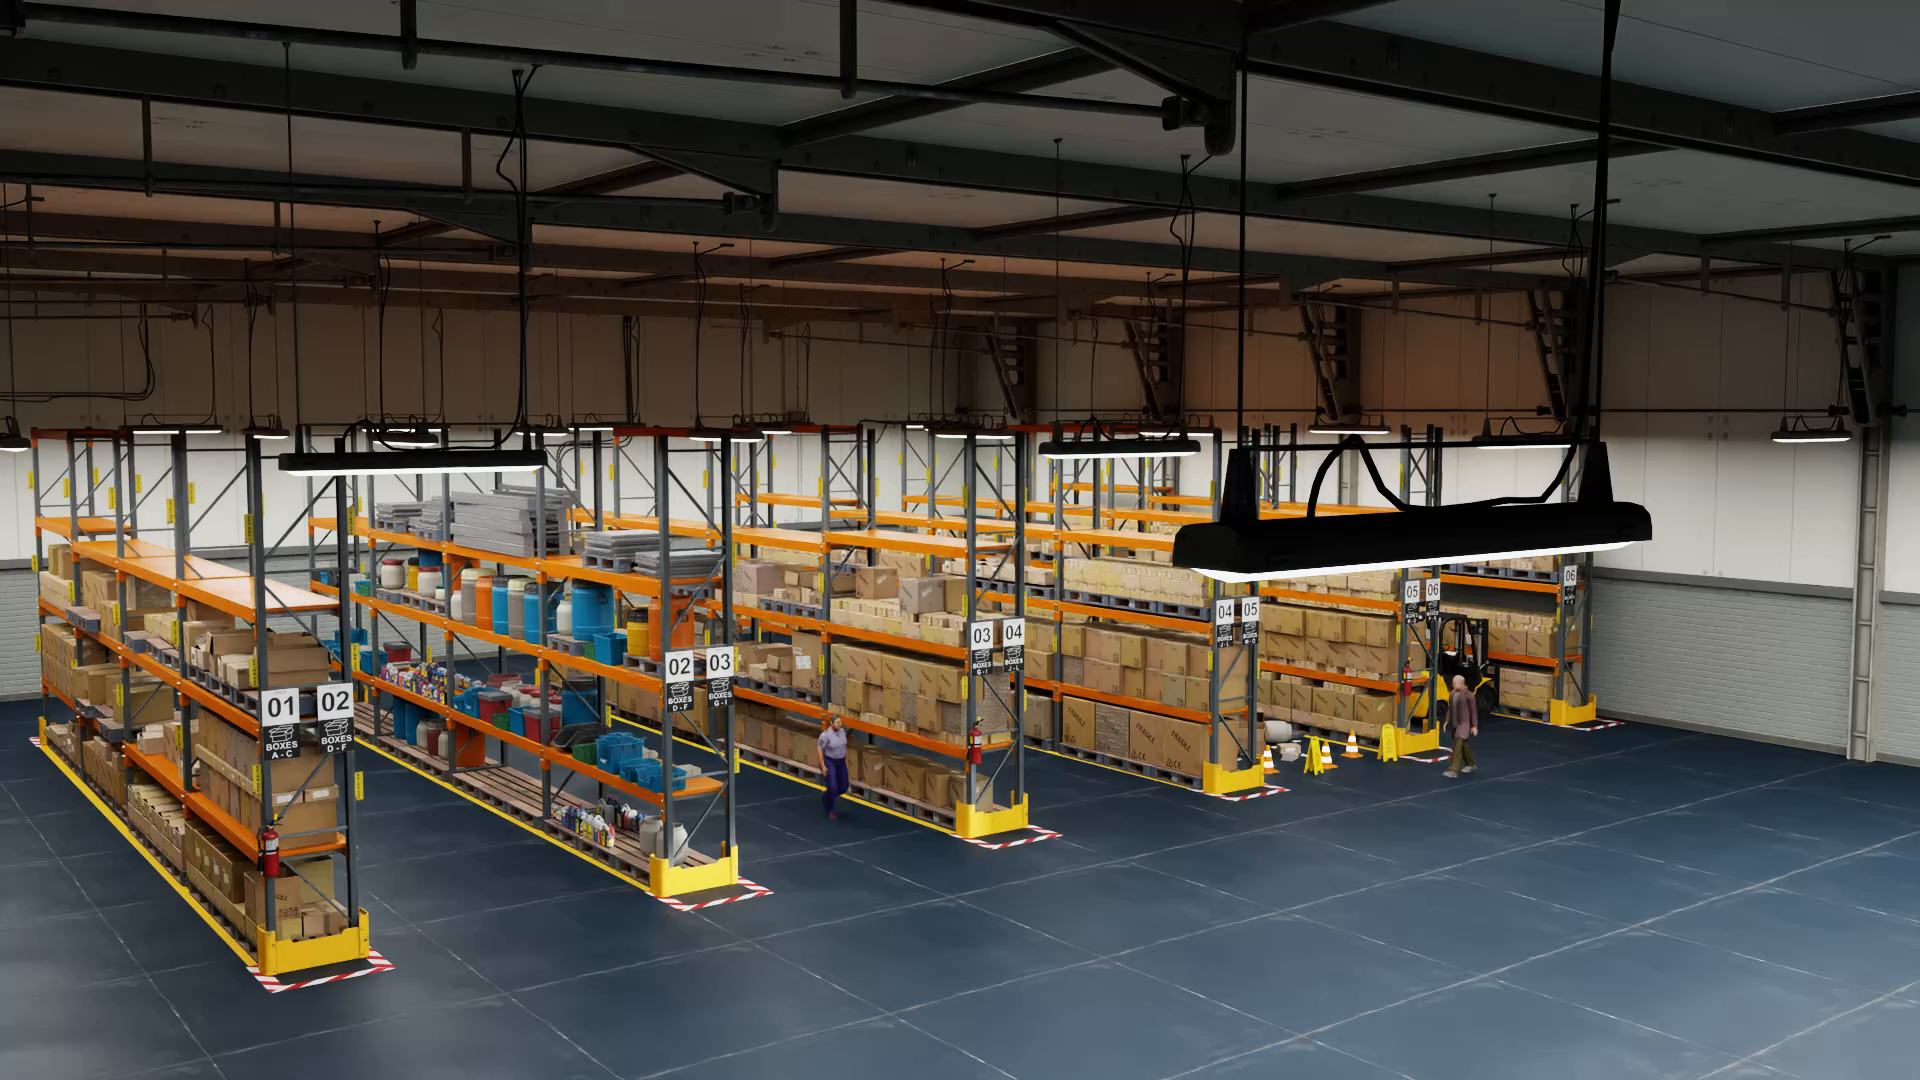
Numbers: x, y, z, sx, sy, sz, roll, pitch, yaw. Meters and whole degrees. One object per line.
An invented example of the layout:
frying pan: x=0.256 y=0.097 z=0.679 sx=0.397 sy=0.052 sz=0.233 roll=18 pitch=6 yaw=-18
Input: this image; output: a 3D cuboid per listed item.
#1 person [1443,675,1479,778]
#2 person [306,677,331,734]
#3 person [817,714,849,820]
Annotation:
person: x=8.627 y=3.202 z=28.756 sx=0.979 sy=1.742 sz=0.609 roll=-2 pitch=5 yaw=-23
person: x=-11.841 y=3.100 z=30.675 sx=0.545 sy=1.677 sz=0.394 roll=-4 pitch=6 yaw=-44
person: x=-2.005 y=3.500 z=25.876 sx=0.571 sy=1.631 sz=0.538 roll=-4 pitch=6 yaw=-43
